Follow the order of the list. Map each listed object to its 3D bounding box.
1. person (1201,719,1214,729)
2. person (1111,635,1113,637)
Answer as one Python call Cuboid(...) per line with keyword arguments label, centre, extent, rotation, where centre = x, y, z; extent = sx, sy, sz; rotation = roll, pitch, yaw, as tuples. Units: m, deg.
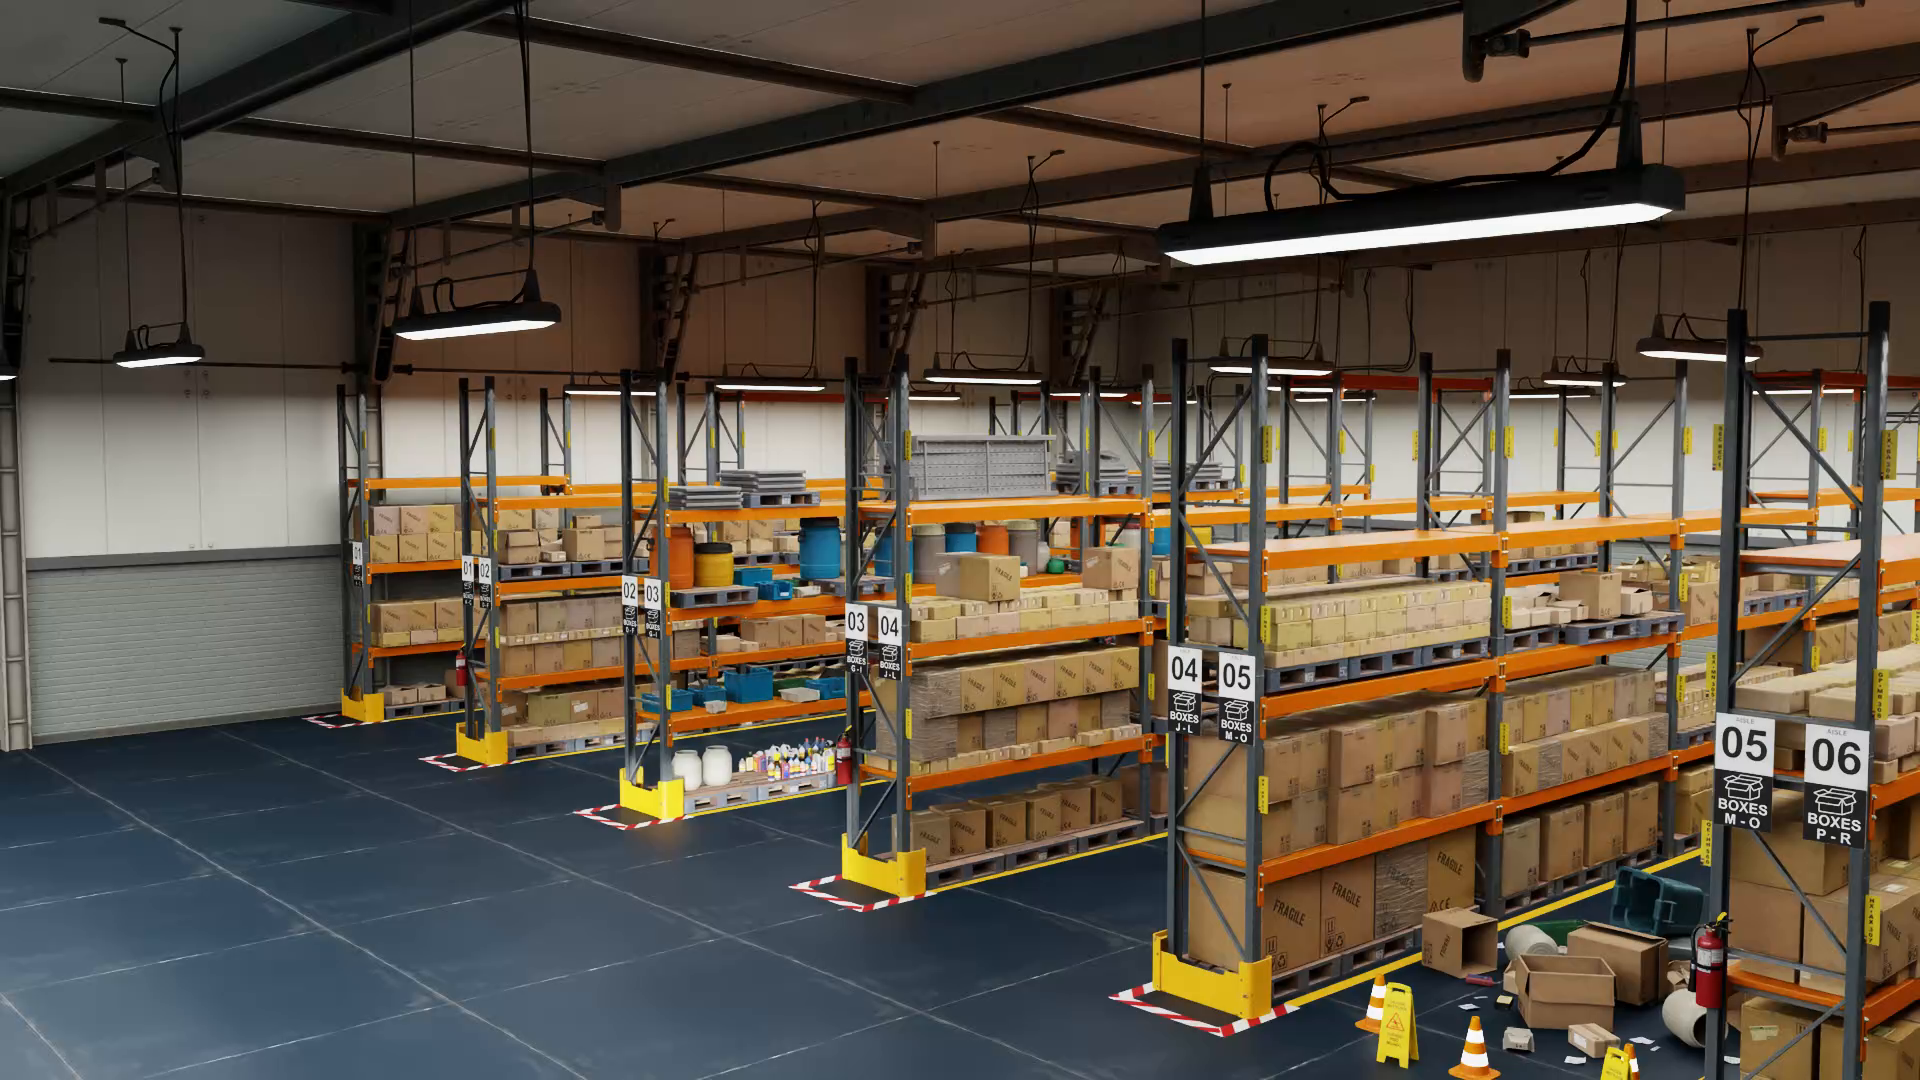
Cuboid(label="person", centre=(2.957, 3.004, 20.263), extent=(0.366, 1.660, 0.542), rotation=(1, 4, 20))
Cuboid(label="person", centre=(3.937, 1.736, 39.142), extent=(0.545, 1.692, 0.661), rotation=(-3, 5, -41))
